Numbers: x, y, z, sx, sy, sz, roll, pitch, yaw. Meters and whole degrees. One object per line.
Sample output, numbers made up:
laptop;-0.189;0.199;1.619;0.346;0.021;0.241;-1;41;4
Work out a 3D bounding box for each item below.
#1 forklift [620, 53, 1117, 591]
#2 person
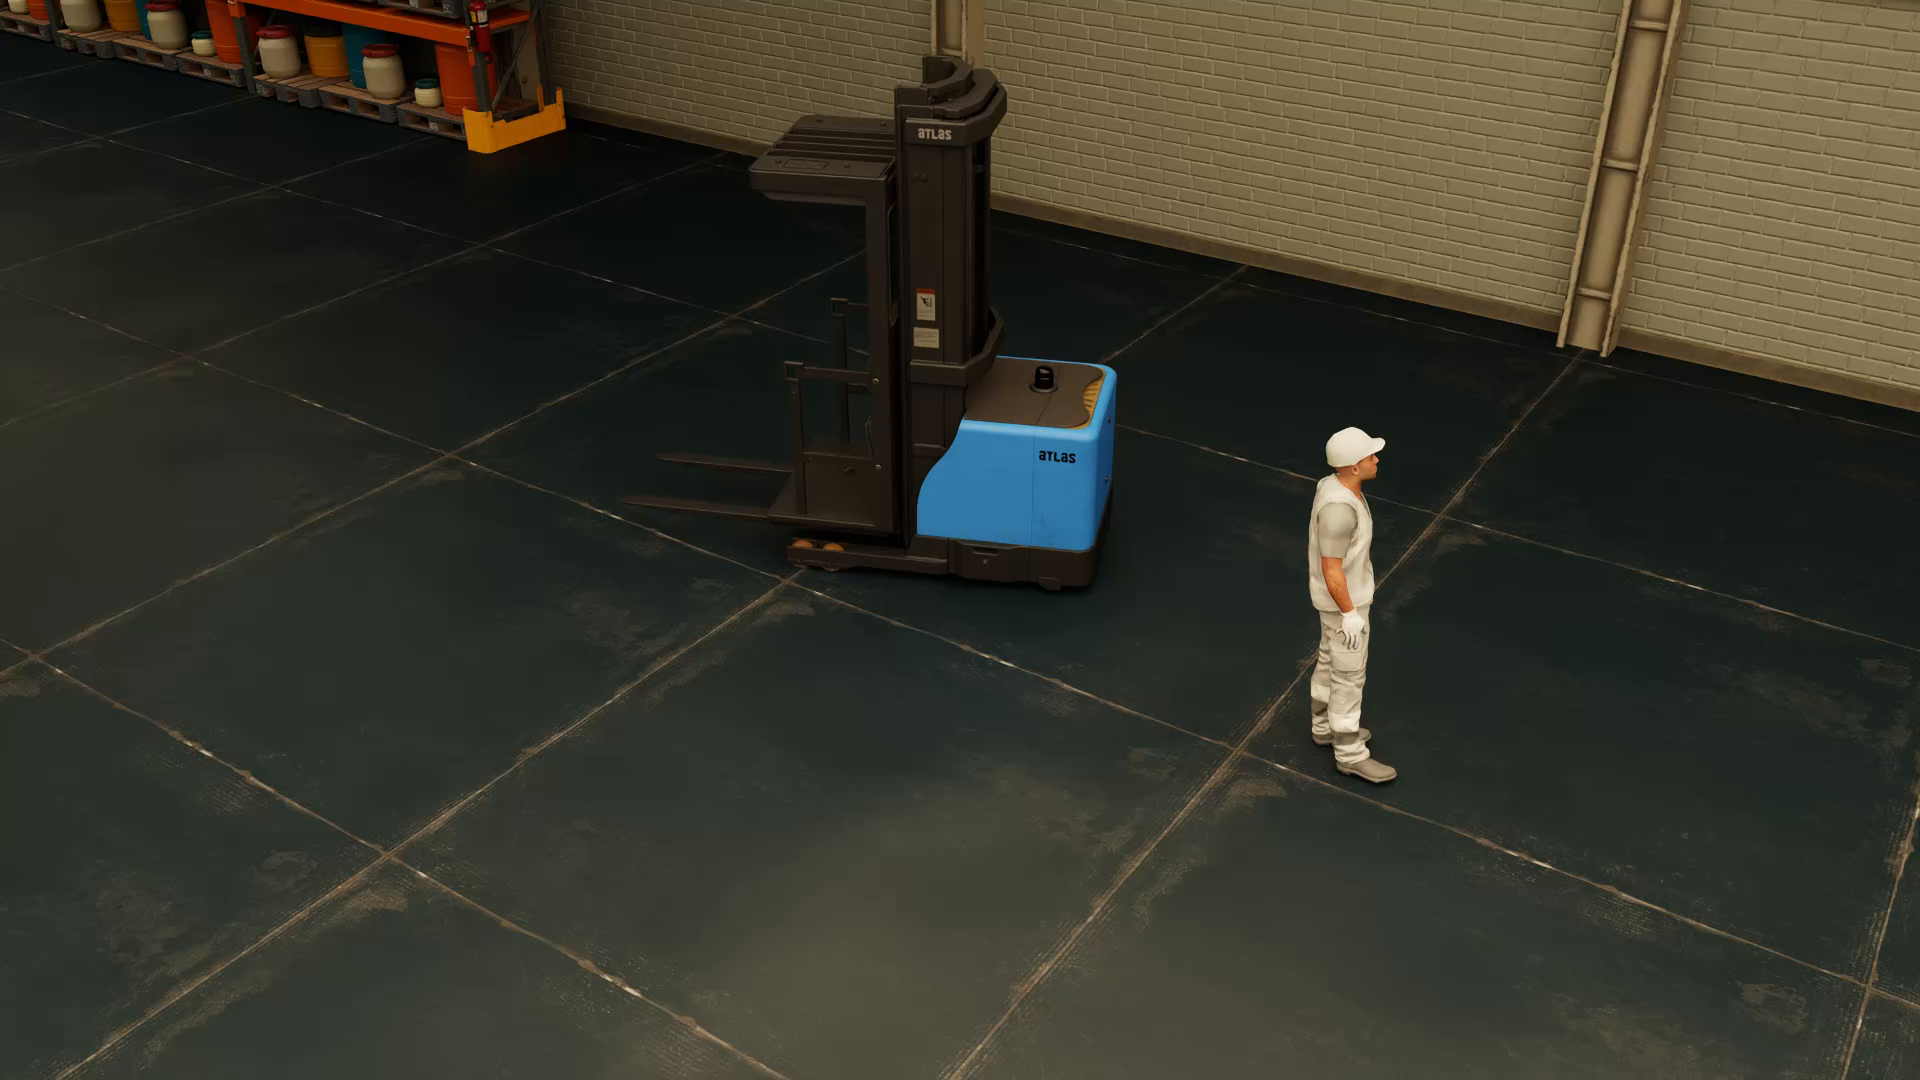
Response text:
forklift;-0.596;-1.330;9.871;3.031;2.935;1.130;6;31;10
person;1.969;0.289;8.207;0.564;1.788;0.637;5;31;9
